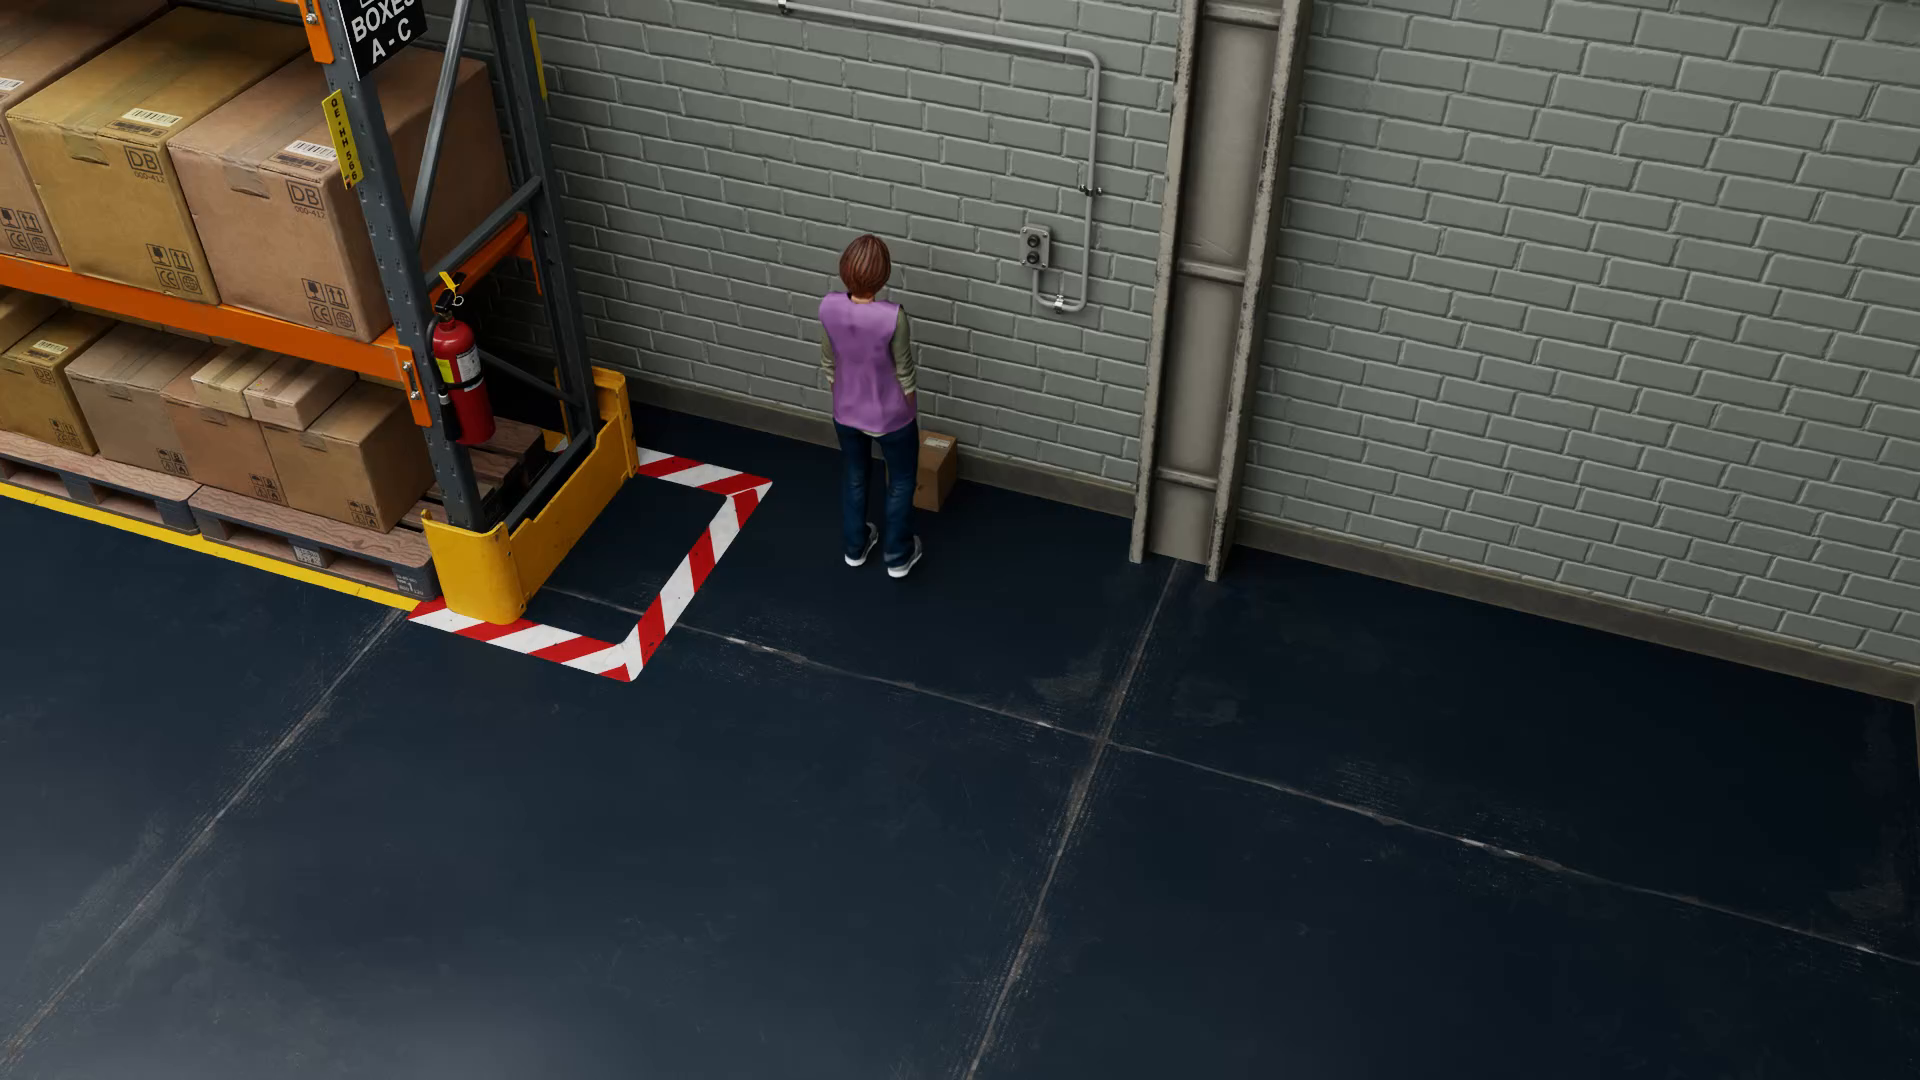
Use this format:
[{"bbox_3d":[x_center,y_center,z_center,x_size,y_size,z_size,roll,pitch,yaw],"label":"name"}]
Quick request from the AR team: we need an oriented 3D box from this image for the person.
[{"bbox_3d":[-0.367,-0.518,6.753,0.409,1.594,0.304,15,44,16],"label":"person"}]
